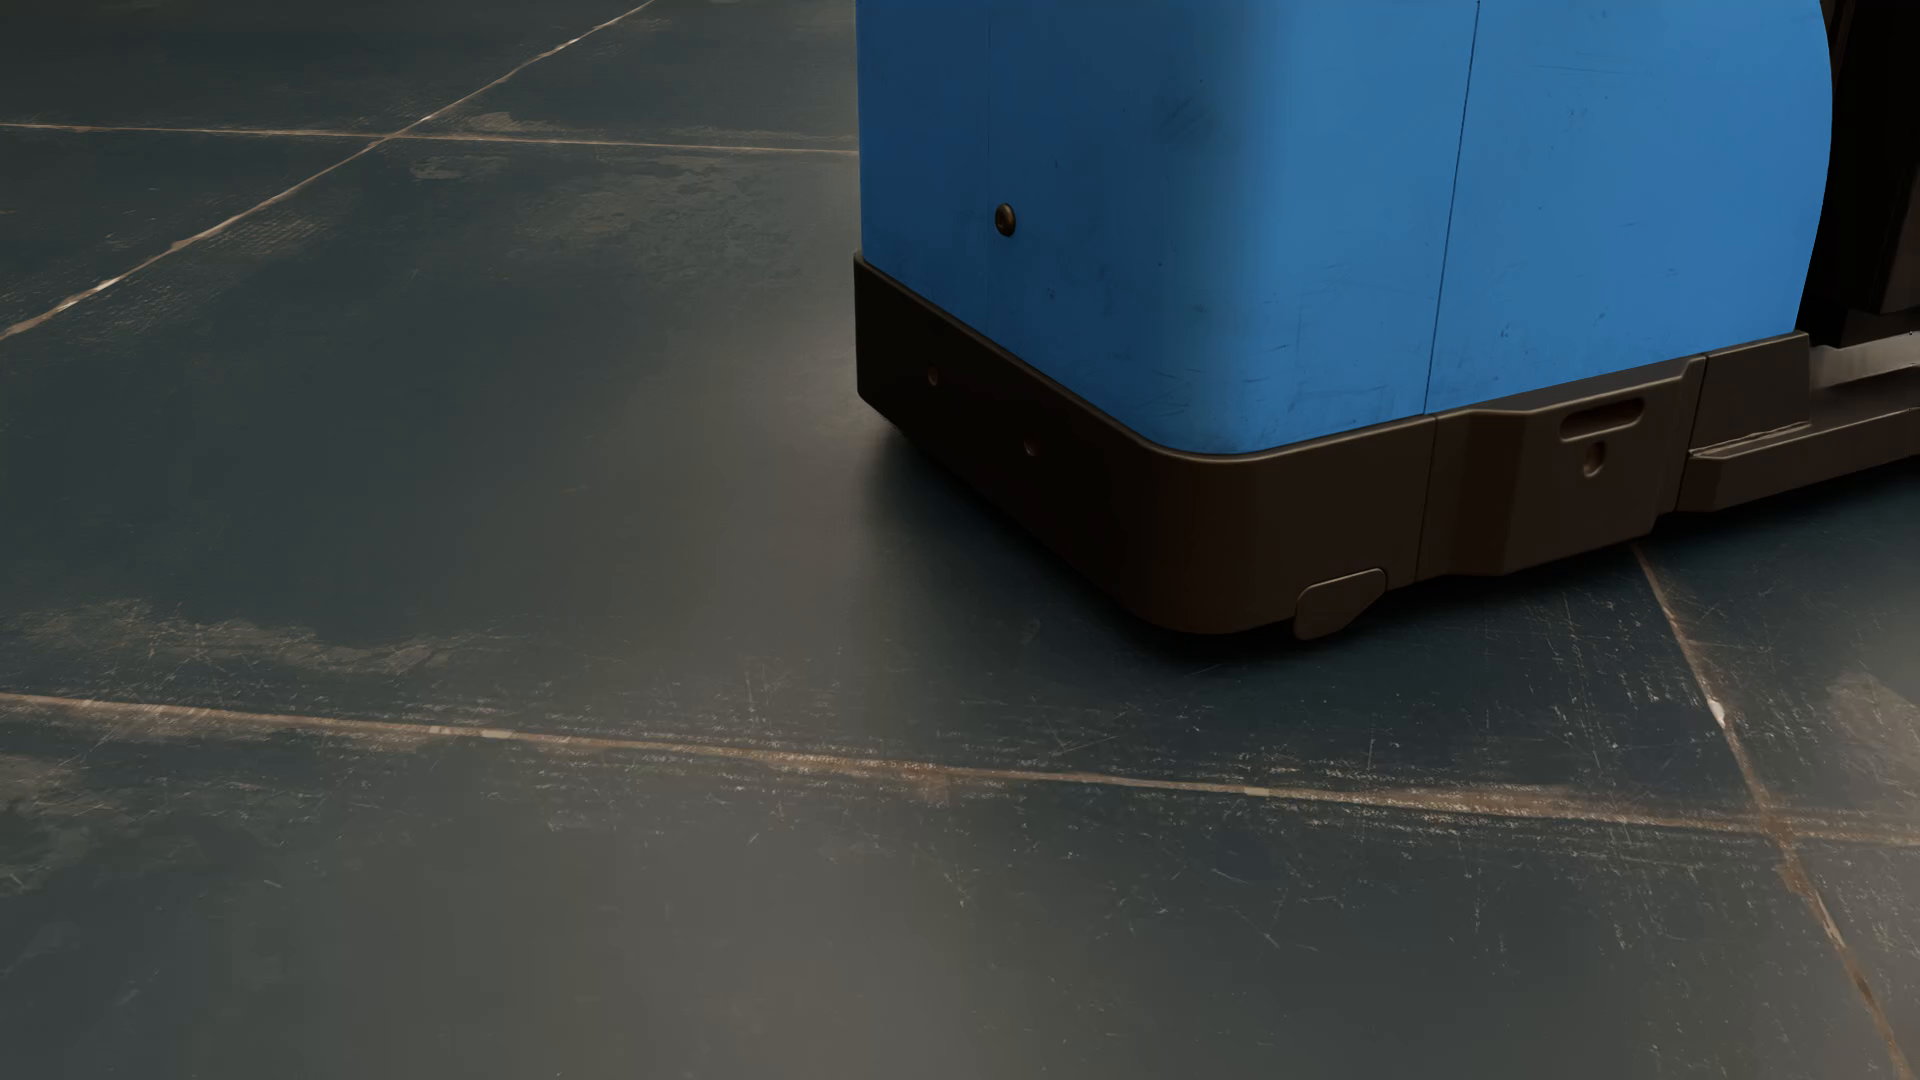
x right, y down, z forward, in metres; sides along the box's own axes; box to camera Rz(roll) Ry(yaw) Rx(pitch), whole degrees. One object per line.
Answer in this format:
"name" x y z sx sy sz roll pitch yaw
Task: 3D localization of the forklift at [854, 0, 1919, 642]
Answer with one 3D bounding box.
"forklift" 1.373 -1.629 2.482 3.031 2.935 1.130 -13 29 -24
